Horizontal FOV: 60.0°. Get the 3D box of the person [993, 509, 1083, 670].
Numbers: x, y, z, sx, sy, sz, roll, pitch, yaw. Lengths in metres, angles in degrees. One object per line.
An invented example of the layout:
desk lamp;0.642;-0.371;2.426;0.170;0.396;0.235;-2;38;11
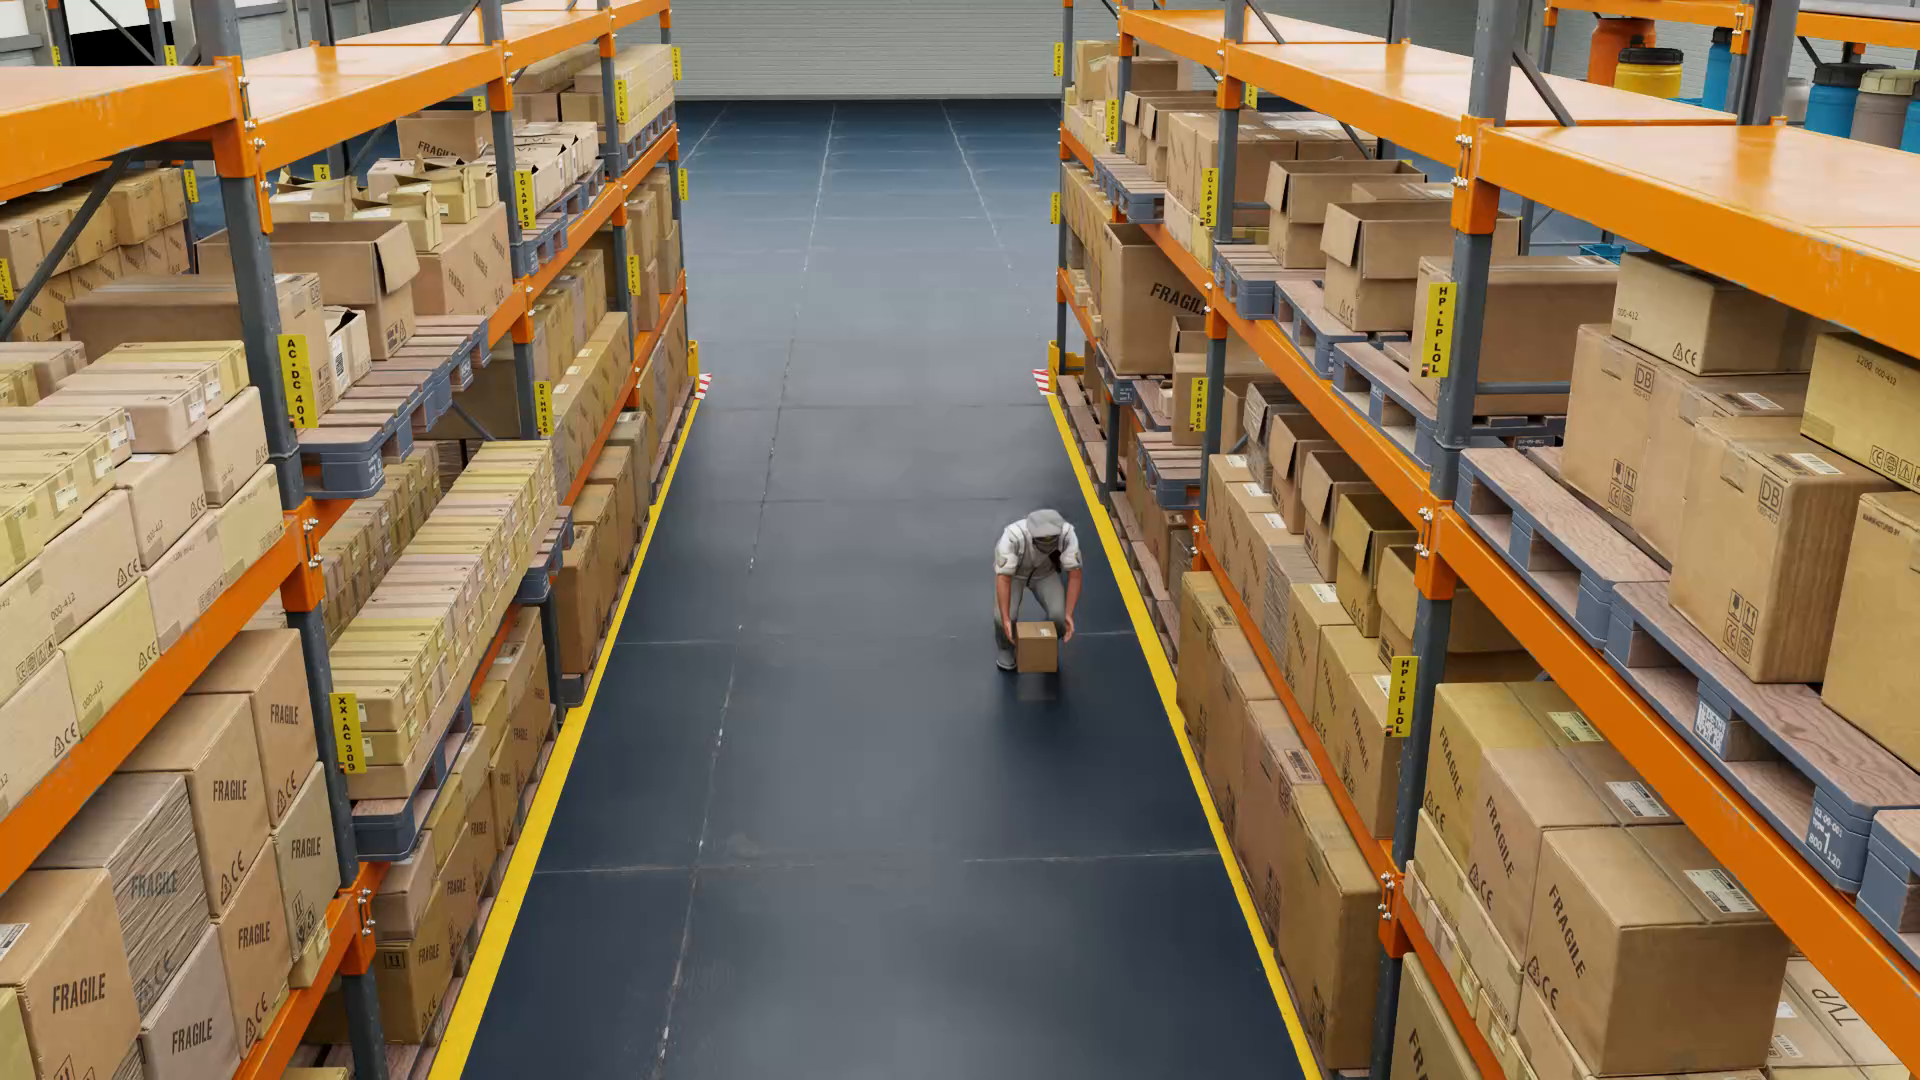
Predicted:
person;0.507;0.292;11.057;0.580;1.215;0.891;-1;20;-3
